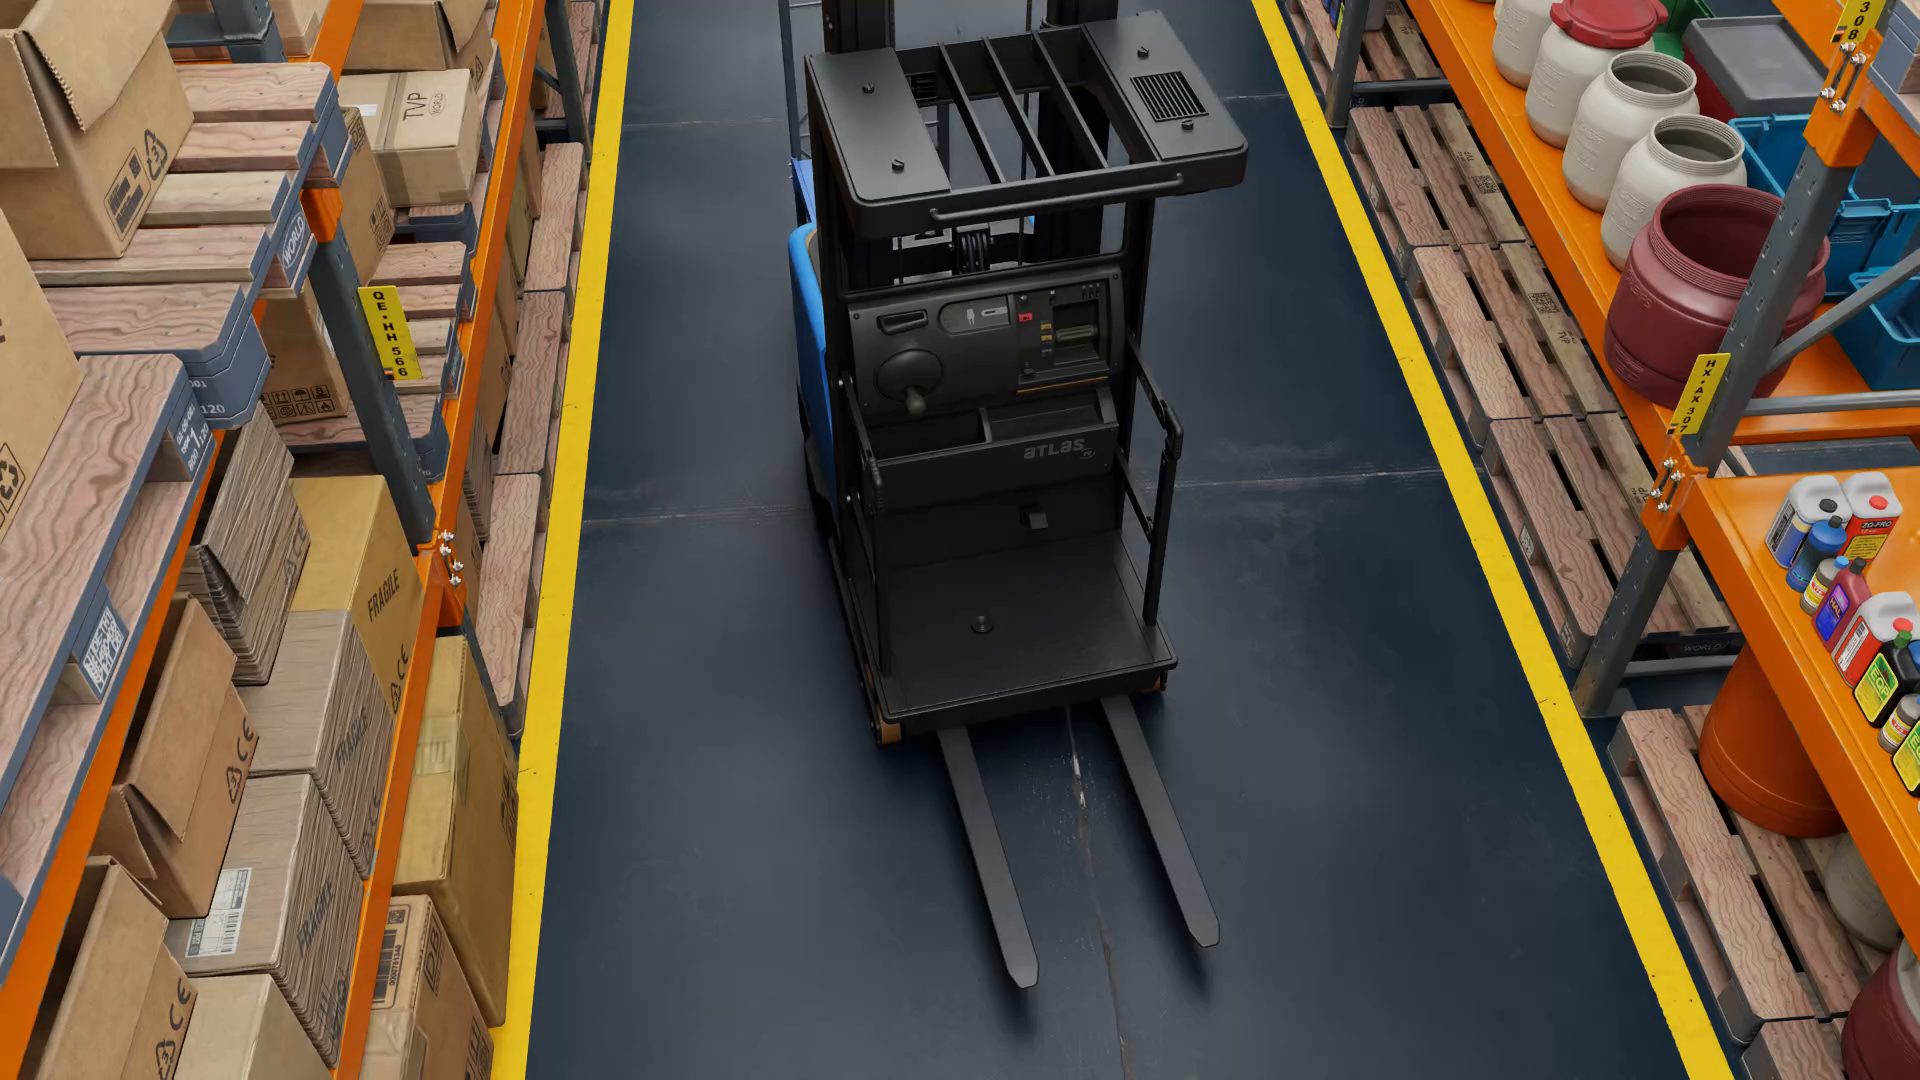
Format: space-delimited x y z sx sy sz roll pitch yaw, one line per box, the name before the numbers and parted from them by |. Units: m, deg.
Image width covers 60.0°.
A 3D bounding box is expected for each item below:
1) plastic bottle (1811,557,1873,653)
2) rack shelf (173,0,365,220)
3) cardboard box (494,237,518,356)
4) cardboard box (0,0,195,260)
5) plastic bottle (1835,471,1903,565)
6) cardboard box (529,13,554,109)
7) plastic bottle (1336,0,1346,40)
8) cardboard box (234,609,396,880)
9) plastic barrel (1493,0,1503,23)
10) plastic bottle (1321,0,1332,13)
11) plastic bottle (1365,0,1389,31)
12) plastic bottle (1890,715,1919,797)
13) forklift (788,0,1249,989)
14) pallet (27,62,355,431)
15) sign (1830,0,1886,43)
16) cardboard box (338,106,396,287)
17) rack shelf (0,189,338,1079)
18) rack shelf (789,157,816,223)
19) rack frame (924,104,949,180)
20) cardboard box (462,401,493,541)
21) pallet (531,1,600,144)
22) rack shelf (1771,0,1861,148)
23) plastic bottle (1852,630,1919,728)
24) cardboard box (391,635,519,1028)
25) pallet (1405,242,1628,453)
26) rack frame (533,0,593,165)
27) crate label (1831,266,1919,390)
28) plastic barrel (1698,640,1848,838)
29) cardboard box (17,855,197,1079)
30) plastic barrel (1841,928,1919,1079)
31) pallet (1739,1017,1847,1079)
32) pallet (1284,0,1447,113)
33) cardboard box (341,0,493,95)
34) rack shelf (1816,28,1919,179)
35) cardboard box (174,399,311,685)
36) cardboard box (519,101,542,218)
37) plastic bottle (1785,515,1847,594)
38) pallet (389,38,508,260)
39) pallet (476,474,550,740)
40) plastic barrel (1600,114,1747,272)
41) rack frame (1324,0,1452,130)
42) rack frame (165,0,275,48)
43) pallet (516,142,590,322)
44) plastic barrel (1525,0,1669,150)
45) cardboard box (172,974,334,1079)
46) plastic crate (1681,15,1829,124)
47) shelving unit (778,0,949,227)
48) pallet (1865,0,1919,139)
plastic bottle | 2.521 0.183 4.727 0.061 0.283 0.133 -3 47 -3
rack shelf | -2.278 -2.360 5.485 1.077 0.370 4.000 -3 47 -3
cardboard box | -2.347 -1.118 7.298 0.700 0.500 0.500 -7 47 -7
cardboard box | -1.988 -0.903 3.250 0.797 0.503 0.637 -1 47 -1
plastic bottle | 2.690 -0.064 4.966 0.152 0.276 0.135 -3 47 -3
cardboard box | -2.439 -2.600 8.715 0.500 0.500 0.500 -5 47 -5
plastic bottle | 2.121 -2.869 9.106 0.061 0.283 0.133 -1 47 -1
cardboard box | -1.787 0.540 4.241 0.500 0.500 0.500 -4 47 -4
plastic barrel | 2.448 -2.310 7.103 0.301 0.262 0.301 0 47 0
plastic bottle | 2.133 -3.152 9.327 0.144 0.351 0.185 -6 47 -5
plastic bottle | 2.292 -3.022 9.204 0.144 0.351 0.185 -3 47 -3
plastic bottle | 2.563 0.544 4.385 0.061 0.283 0.133 -3 47 -3
forklift | 0.150 -0.565 5.403 1.130 2.935 3.031 -10 47 -9
pallet | -2.004 -0.633 3.484 1.213 0.211 1.003 -2 47 -1
sign | 2.277 -1.387 4.140 0.100 0.325 0.005 -3 47 -3
cardboard box | -2.342 -1.094 5.498 0.700 0.500 0.500 3 47 3
rack shelf | -1.944 0.534 2.744 1.077 0.370 4.000 -3 47 -3
rack shelf | -0.410 -1.391 7.418 0.538 0.185 1.000 -10 47 -9
rack frame | -0.289 -1.156 6.948 0.500 1.500 0.032 -10 47 -9
cardboard box | -2.246 -0.305 6.528 0.700 0.500 0.500 -7 47 -7
pallet | -2.537 -2.548 9.154 1.003 0.211 1.213 -3 47 -3
rack shelf | 2.657 -2.661 5.770 1.077 0.370 4.000 -3 47 -3
plastic bottle | 2.543 0.377 4.544 0.061 0.283 0.133 -3 47 -3
cardboard box | -2.074 0.958 5.088 1.225 0.875 0.875 -5 47 -5
pallet | 2.699 -0.915 7.607 1.003 0.211 1.213 -3 47 -3
rack frame | -2.446 -3.023 7.684 1.000 3.000 0.127 -3 47 -3
crate label | 3.163 -0.700 5.599 0.303 0.233 0.416 -3 47 -3
plastic barrel | 2.883 0.525 5.529 0.600 0.830 0.708 -3 47 -3
cardboard box | -1.951 0.978 3.134 0.797 0.503 0.637 -2 47 -2
plastic barrel | 2.977 1.425 4.843 0.600 0.588 0.708 -3 47 -3
pallet | 3.031 1.977 4.868 1.003 0.211 1.213 -3 47 -3
pallet | 2.475 -2.854 9.444 1.003 0.211 1.213 -3 47 -3
cardboard box | -2.209 -1.954 6.311 0.797 0.503 0.637 1 47 1
rack shelf | 2.992 0.233 3.029 1.077 0.370 4.000 -3 47 -3
cardboard box | -2.066 0.022 4.040 0.797 0.503 0.637 -2 47 -2
cardboard box | -2.416 -1.869 8.009 0.700 0.500 0.500 -7 47 -6
plastic bottle | 2.521 0.033 4.878 0.097 0.271 0.097 0 47 0
pallet | -2.317 -1.493 6.366 1.003 0.211 1.213 -3 47 -3
pallet | -2.175 0.264 6.491 1.003 0.211 1.213 -3 47 -3
plastic barrel | 2.526 -1.200 5.880 0.421 0.512 0.421 0 47 0
rack frame | 2.490 -3.324 7.969 1.000 3.000 0.127 -3 47 -3
rack frame | -2.111 -2.192 2.765 1.000 3.000 0.127 -3 47 -3
pallet | -2.379 -1.501 8.163 1.003 0.211 1.213 -3 47 -3
plastic barrel | 2.449 -1.821 6.452 0.433 0.535 0.433 0 47 0
cardboard box | -1.698 1.283 3.536 0.500 0.500 0.500 -3 47 -3
plastic crate | 2.994 -1.640 6.329 0.402 0.464 0.583 -3 47 -3
shelving unit | -0.410 -1.514 7.288 0.538 1.500 1.048 -10 47 -9
pallet | 2.791 -0.837 3.678 1.003 0.211 1.213 -3 47 -3
